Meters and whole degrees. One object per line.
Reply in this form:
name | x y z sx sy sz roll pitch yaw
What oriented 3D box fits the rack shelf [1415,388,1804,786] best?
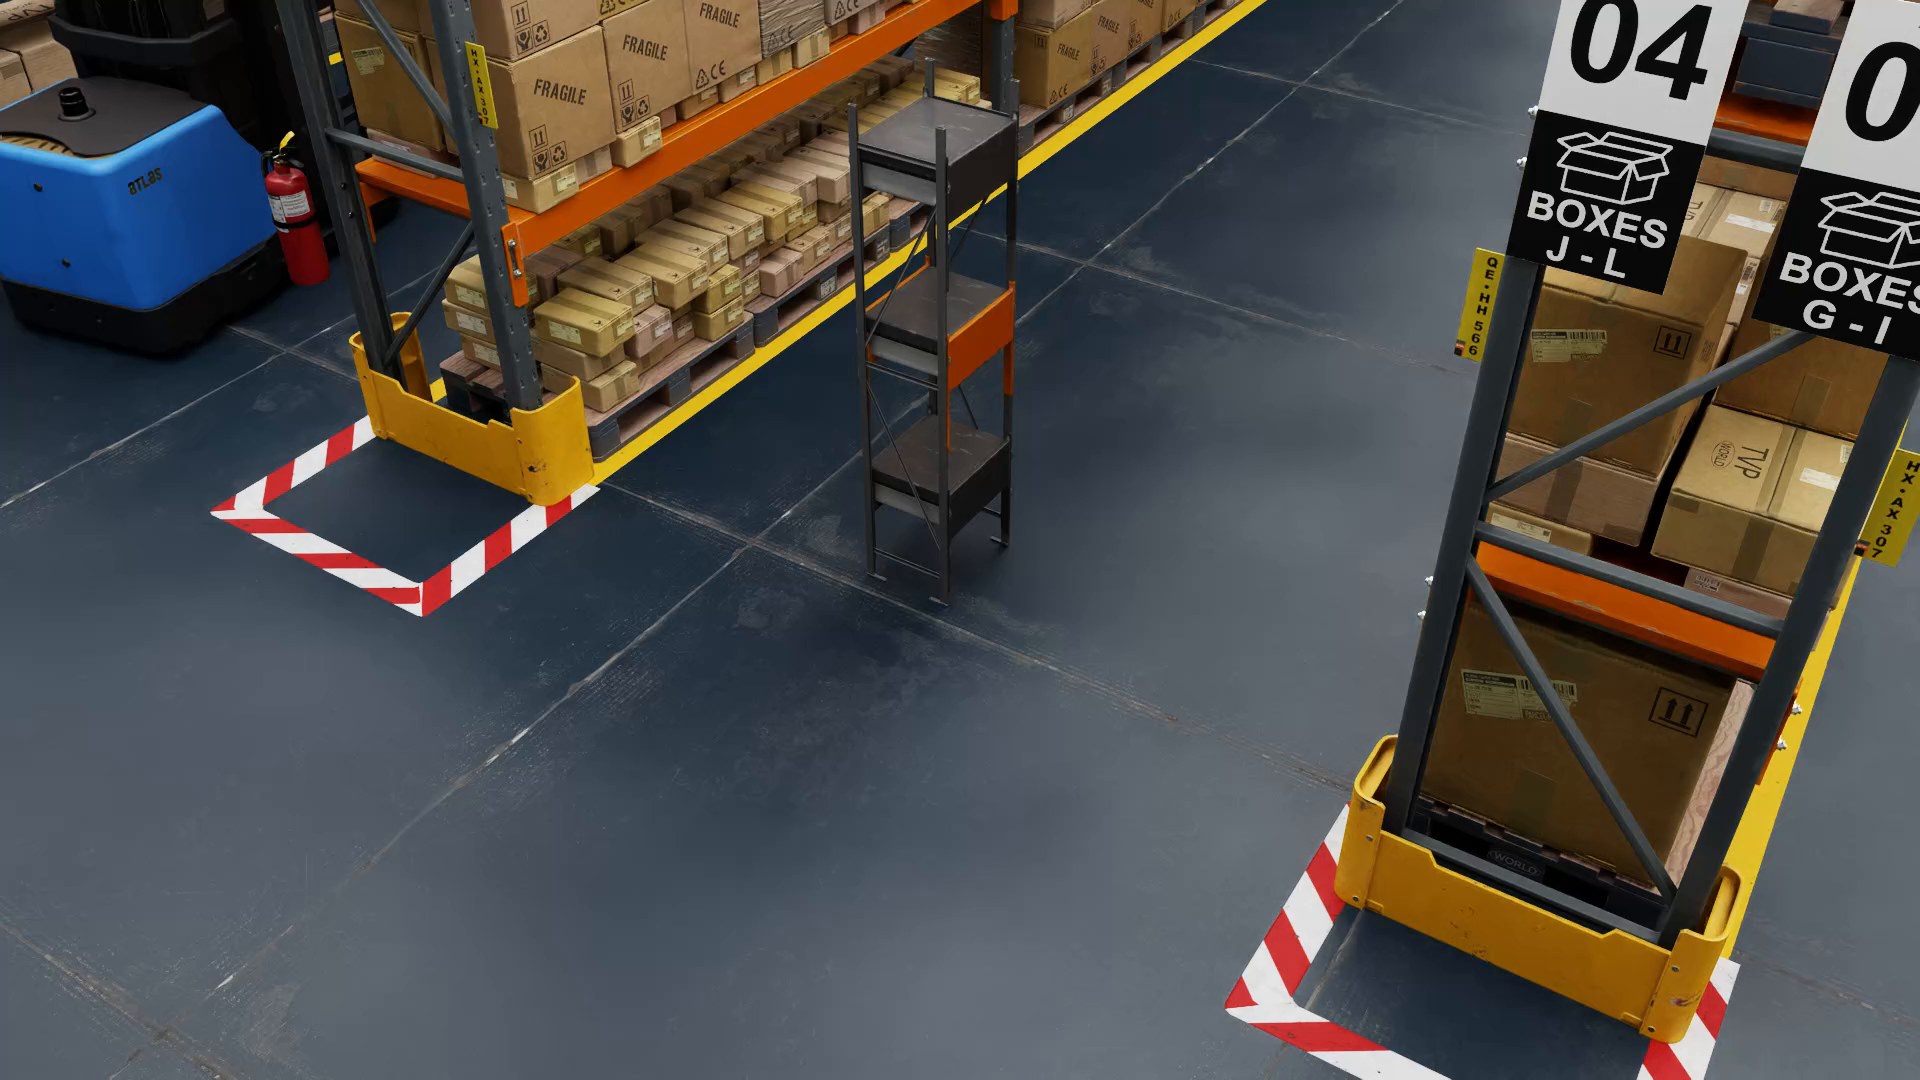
rack shelf | 2.925 -0.634 6.204 1.077 0.370 4.000 21 42 25

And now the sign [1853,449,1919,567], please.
sign | 2.319 -0.077 4.119 0.100 0.325 0.005 21 42 25

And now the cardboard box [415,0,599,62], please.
cardboard box | -1.815 -2.260 6.580 0.500 0.500 0.500 21 42 25

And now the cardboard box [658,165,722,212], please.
cardboard box | -1.472 -1.846 8.691 0.380 0.149 0.250 20 42 24

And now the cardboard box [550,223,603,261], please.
cardboard box | -1.996 -1.477 8.212 0.380 0.149 0.250 20 42 24

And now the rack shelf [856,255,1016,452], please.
rack shelf | -0.089 -0.735 6.507 0.431 0.518 0.480 21 42 25

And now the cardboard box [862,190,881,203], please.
cardboard box | -0.638 -1.990 9.122 0.380 0.149 0.250 22 43 26

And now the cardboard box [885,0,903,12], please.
cardboard box | -0.528 -2.904 8.766 0.380 0.149 0.250 20 42 24

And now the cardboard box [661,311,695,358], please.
cardboard box | -1.531 -1.057 8.155 0.380 0.149 0.250 22 43 26

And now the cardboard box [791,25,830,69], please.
cardboard box | -0.869 -2.471 8.205 0.380 0.149 0.250 22 43 26

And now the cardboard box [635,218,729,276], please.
cardboard box | -1.360 -1.418 8.137 0.380 0.149 0.250 19 42 23

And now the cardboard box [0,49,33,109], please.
cardboard box | -6.245 -2.654 9.990 0.875 0.438 0.875 20 42 24

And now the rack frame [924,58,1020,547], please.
rack frame | 0.042 -0.872 6.661 0.400 2.100 0.015 21 42 25

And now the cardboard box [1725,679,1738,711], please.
cardboard box | 2.617 -0.038 6.238 0.875 0.875 0.875 21 42 25

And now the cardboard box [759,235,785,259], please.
cardboard box | -1.130 -1.599 8.615 0.380 0.149 0.250 23 43 27

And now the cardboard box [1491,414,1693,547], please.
cardboard box | 1.889 -0.283 5.039 0.500 0.250 0.500 20 42 24

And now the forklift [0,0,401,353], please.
forklift | -3.907 -3.000 8.741 1.130 2.935 3.031 14 40 17

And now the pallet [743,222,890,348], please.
pallet | -1.120 -1.530 9.062 1.003 0.211 1.213 21 42 25

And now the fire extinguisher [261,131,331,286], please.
fire extinguisher | -2.805 -1.405 6.984 0.296 0.674 0.183 21 42 25

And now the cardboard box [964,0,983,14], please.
cardboard box | 0.049 -3.564 10.506 0.500 0.250 0.500 20 42 24

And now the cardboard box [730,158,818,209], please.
cardboard box | -0.970 -1.840 8.683 0.380 0.149 0.250 21 42 25

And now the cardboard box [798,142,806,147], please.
cardboard box | -0.908 -2.262 9.474 0.380 0.149 0.250 19 42 23

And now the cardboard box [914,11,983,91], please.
cardboard box | 0.047 -3.264 10.731 0.500 0.500 0.500 20 42 24

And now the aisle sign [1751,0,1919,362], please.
aisle sign | 2.069 -0.782 3.678 0.394 0.787 0.004 21 42 25

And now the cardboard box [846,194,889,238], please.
cardboard box | -0.614 -1.814 9.138 0.380 0.149 0.250 21 42 25

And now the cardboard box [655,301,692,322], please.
cardboard box | -1.532 -1.181 8.073 0.380 0.149 0.250 22 43 26

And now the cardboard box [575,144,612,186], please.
cardboard box | -1.728 -1.667 7.161 0.380 0.149 0.250 23 43 27

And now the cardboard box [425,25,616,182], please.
cardboard box | -1.806 -1.860 6.881 0.500 0.500 0.500 23 43 27

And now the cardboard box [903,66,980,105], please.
cardboard box | -0.108 -2.628 9.706 0.380 0.149 0.250 22 43 26

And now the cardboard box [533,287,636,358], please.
cardboard box | -1.712 -0.994 7.586 0.380 0.149 0.250 19 42 23

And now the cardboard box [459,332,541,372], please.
cardboard box | -2.174 -0.939 8.002 0.380 0.149 0.250 22 43 26

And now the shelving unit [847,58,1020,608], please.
shelving unit | -0.089 -0.746 6.498 0.431 2.100 0.503 21 42 25

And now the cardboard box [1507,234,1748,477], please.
cardboard box | 1.893 -0.580 4.811 0.500 0.500 0.500 22 43 26

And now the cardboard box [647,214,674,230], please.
cardboard box | -1.695 -1.622 8.645 0.380 0.149 0.250 22 43 26

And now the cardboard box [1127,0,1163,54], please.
cardboard box | 1.034 -3.642 11.221 0.500 0.500 0.500 22 43 26

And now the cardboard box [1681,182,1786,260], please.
cardboard box | 2.710 -1.076 6.068 0.500 0.250 0.500 21 42 25

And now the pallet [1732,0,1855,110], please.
pallet | 2.243 -1.426 4.259 1.003 0.211 1.213 21 42 25

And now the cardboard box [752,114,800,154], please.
cardboard box | -1.114 -2.272 9.244 0.380 0.149 0.250 22 43 26

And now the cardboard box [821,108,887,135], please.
cardboard box | -0.543 -2.245 9.209 0.380 0.149 0.250 23 43 27

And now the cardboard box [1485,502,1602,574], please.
cardboard box | 1.767 -0.079 5.102 0.380 0.149 0.250 22 43 26

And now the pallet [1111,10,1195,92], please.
pallet | 0.932 -3.553 11.686 1.003 0.211 1.213 21 42 25

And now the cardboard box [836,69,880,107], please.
cardboard box | -0.694 -2.665 9.753 0.380 0.149 0.250 23 43 27

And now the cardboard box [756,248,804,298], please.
cardboard box | -1.038 -1.415 8.620 0.380 0.149 0.250 19 42 23

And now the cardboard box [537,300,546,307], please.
cardboard box | -2.053 -1.200 8.097 0.380 0.149 0.250 20 42 24

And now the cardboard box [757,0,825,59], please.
cardboard box | -1.000 -2.658 7.915 0.500 0.500 0.500 20 42 24

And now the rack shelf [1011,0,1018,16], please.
rack shelf | 0.935 -4.370 11.051 1.077 0.370 4.000 21 42 25

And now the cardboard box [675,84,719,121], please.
cardboard box | -1.350 -2.099 7.721 0.380 0.149 0.250 21 42 25

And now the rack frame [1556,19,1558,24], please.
rack frame | 1.854 -2.263 2.816 1.000 3.000 0.127 21 42 25
